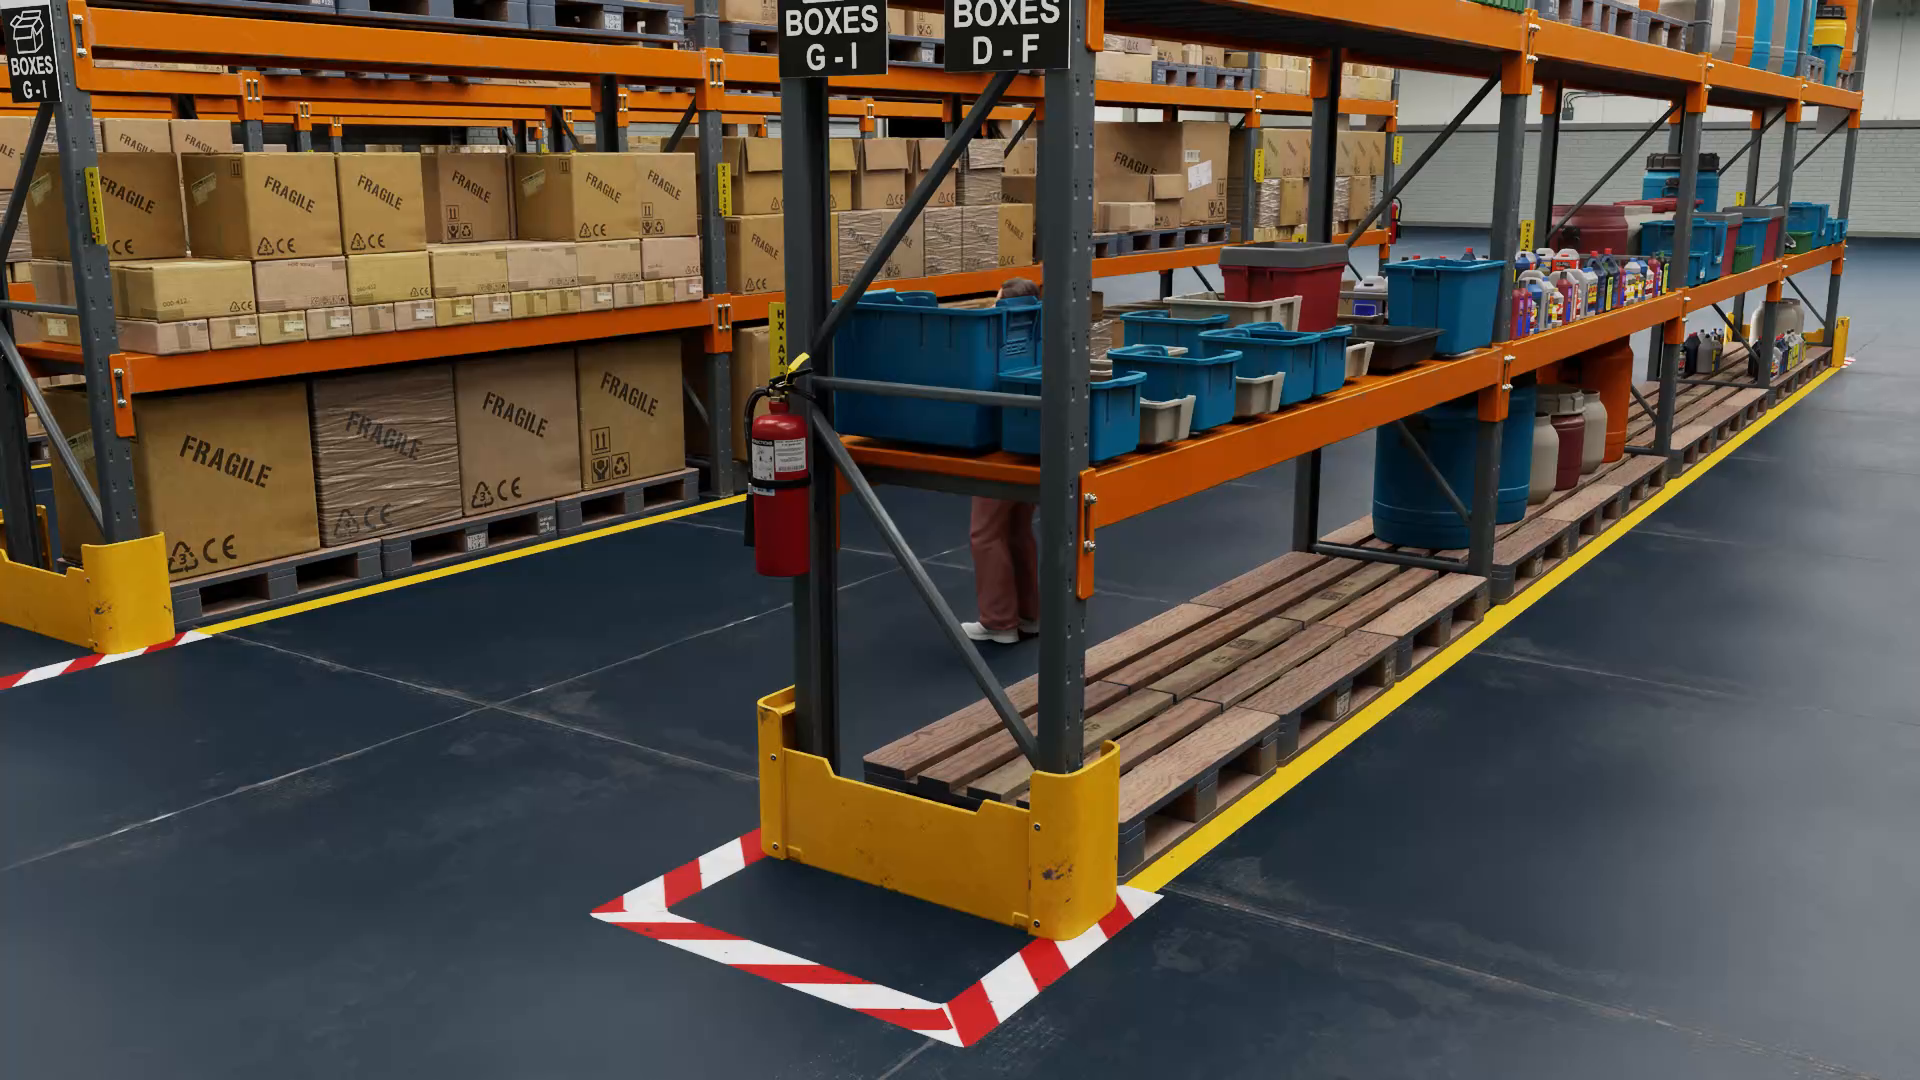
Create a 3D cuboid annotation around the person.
[{"bbox_3d":[0.162,-0.371,7.615,0.559,1.663,0.425,9,16,34],"label":"person"}]
